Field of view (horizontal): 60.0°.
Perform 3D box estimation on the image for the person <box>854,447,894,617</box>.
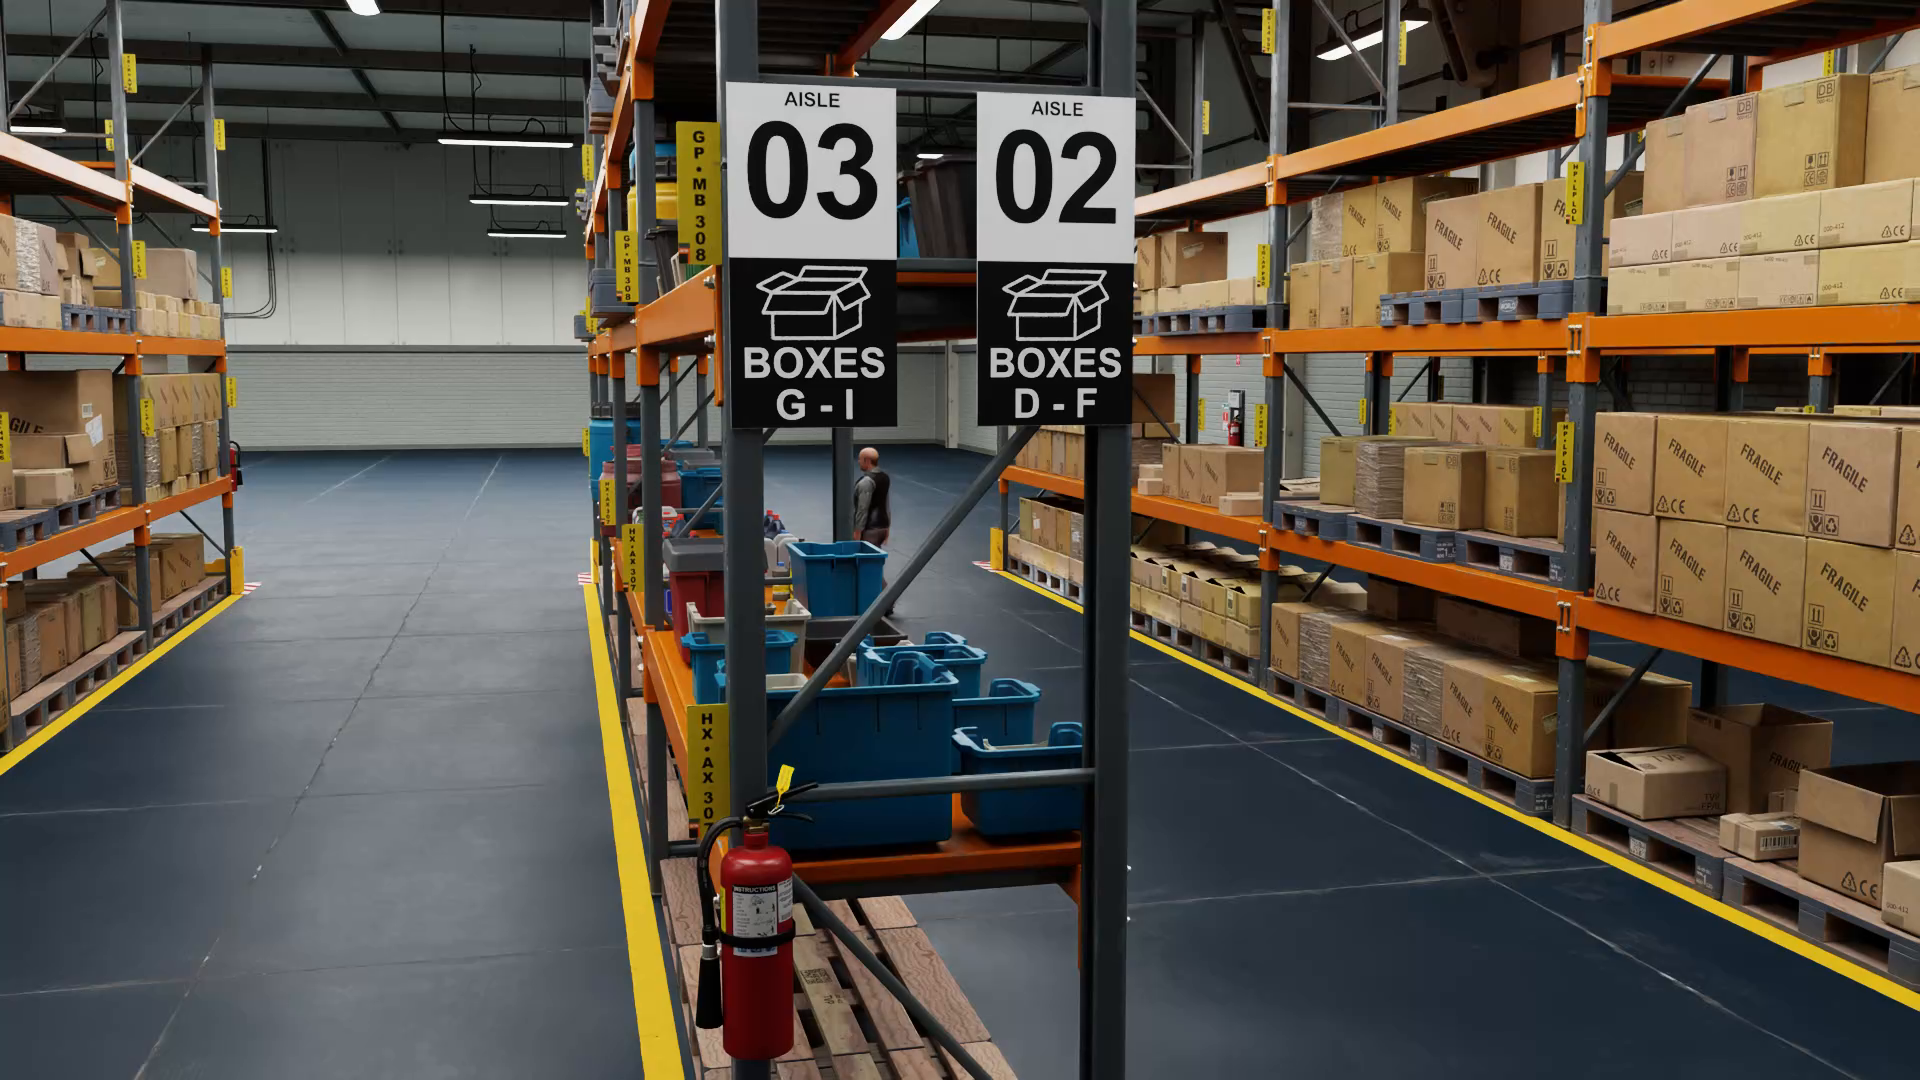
[{"bbox_3d":[-0.951,-0.076,16.810,0.679,1.725,0.554,2,6,21],"label":"person"}]
